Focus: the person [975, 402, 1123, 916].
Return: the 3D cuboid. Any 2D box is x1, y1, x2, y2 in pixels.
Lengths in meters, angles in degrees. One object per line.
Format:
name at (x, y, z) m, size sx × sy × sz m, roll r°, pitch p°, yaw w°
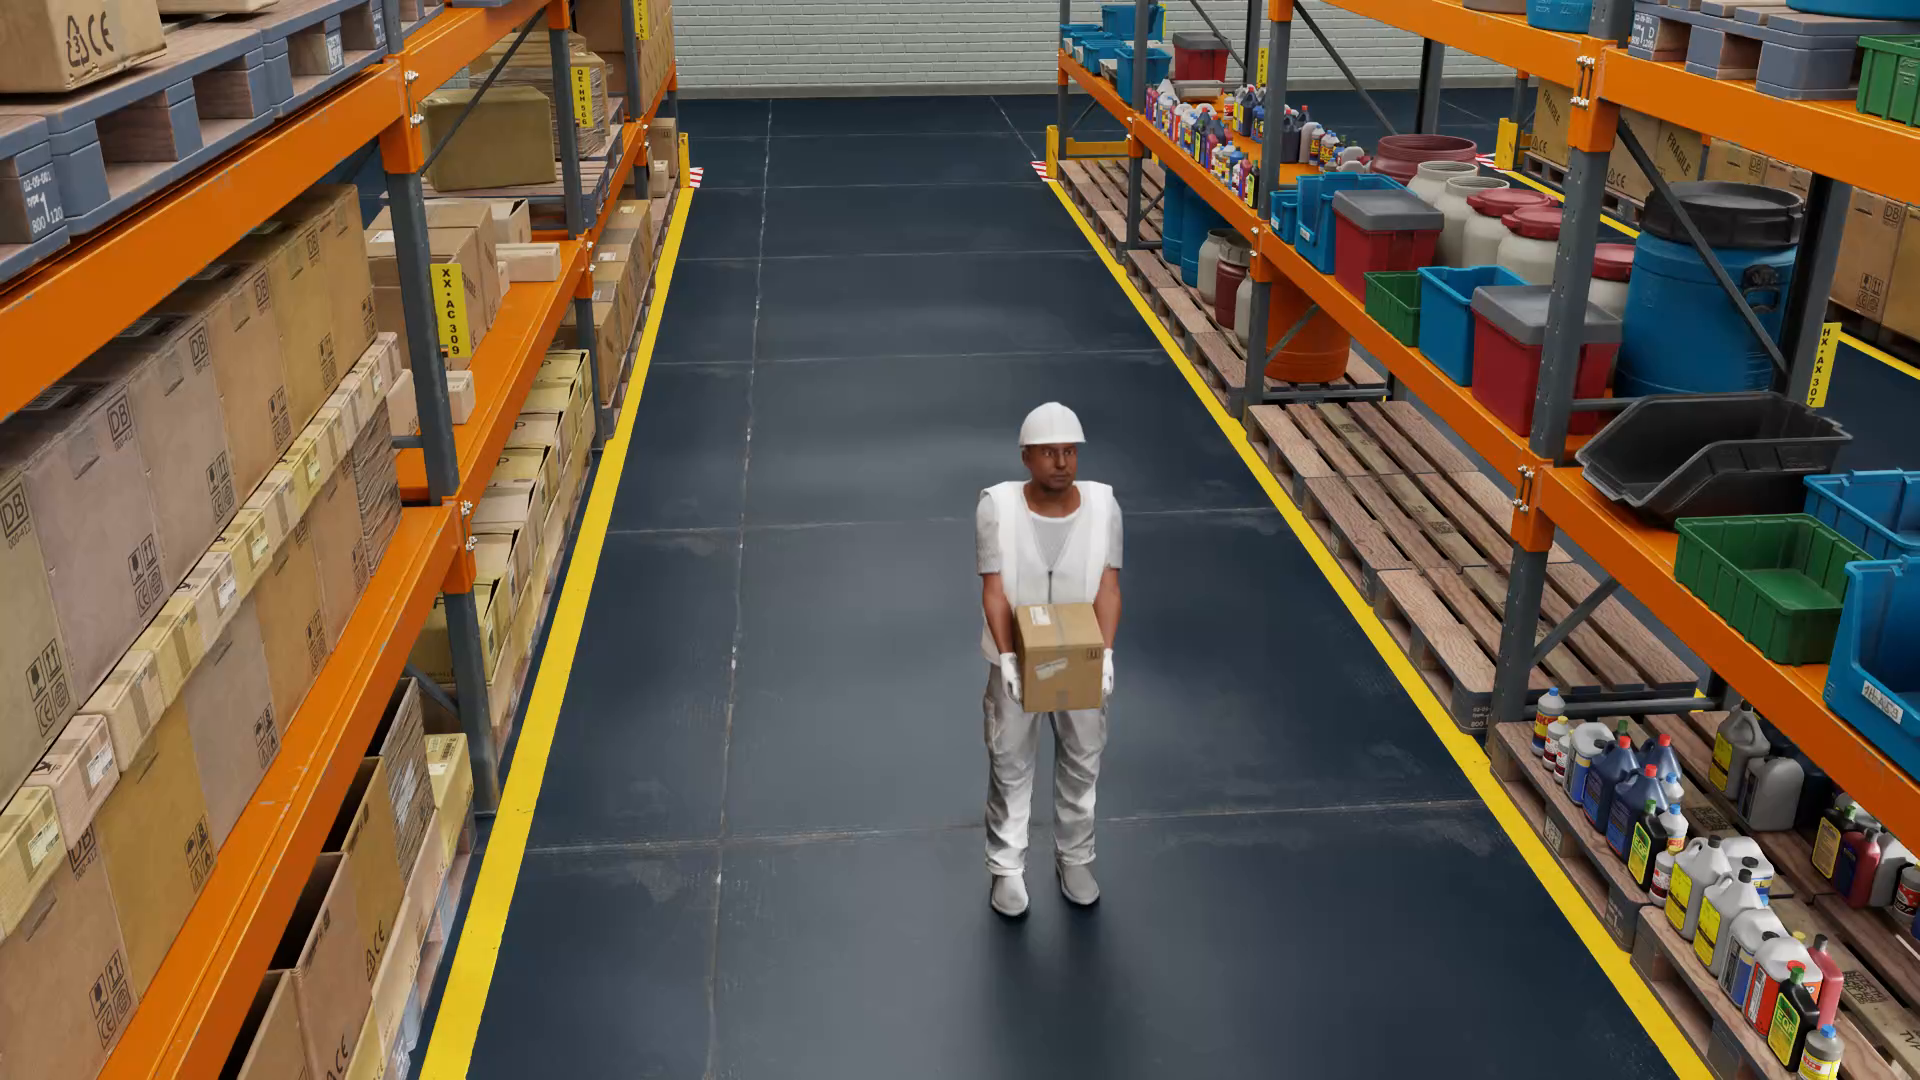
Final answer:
person at (0.307, 0.442, 5.561) m, size 0.493 × 1.781 × 0.573 m, roll -2°, pitch 24°, yaw -5°
